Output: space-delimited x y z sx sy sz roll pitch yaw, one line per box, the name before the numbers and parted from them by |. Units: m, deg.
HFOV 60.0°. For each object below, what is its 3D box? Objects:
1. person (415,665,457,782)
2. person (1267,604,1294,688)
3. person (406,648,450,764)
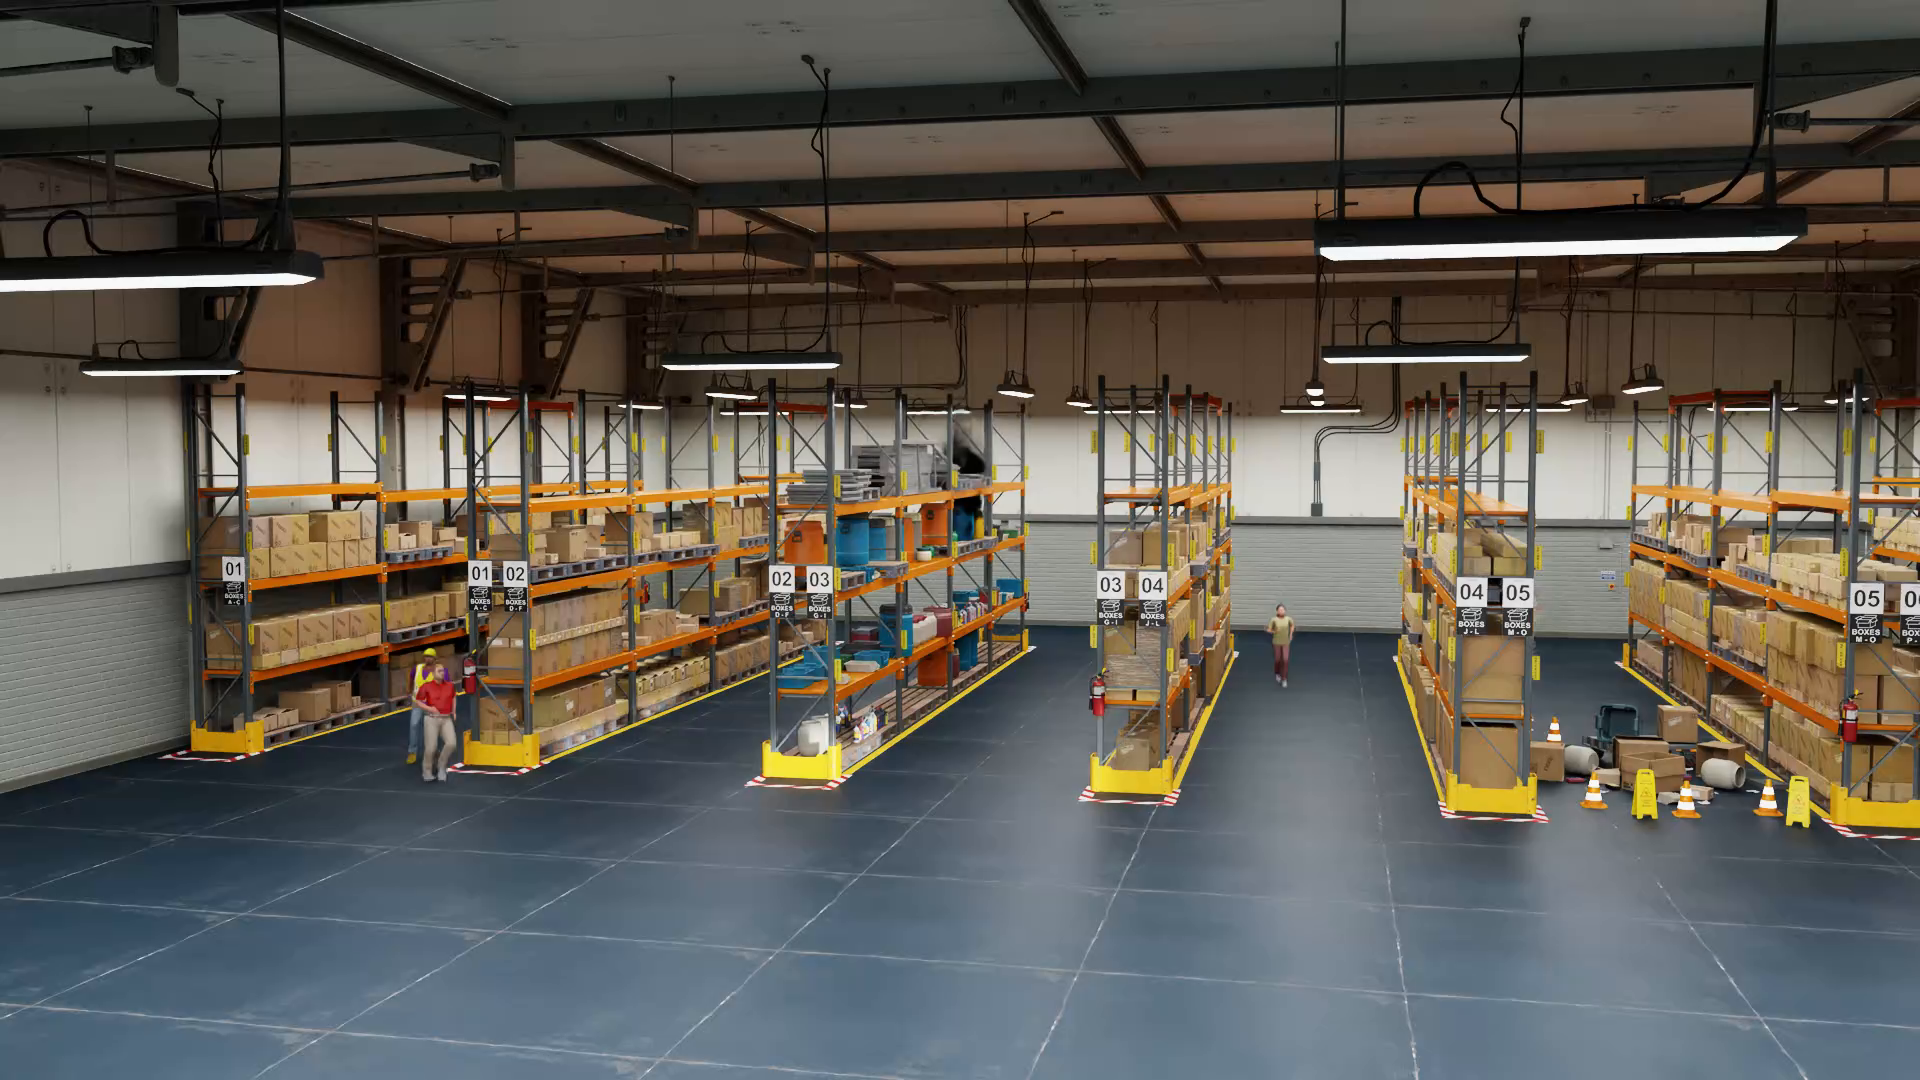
person | -7.749 2.738 24.777 0.675 1.735 0.592 -2 4 -37
person | 6.653 2.175 34.489 0.574 1.665 0.950 0 3 6
person | -8.454 2.590 26.393 0.703 1.762 0.936 0 3 -7
